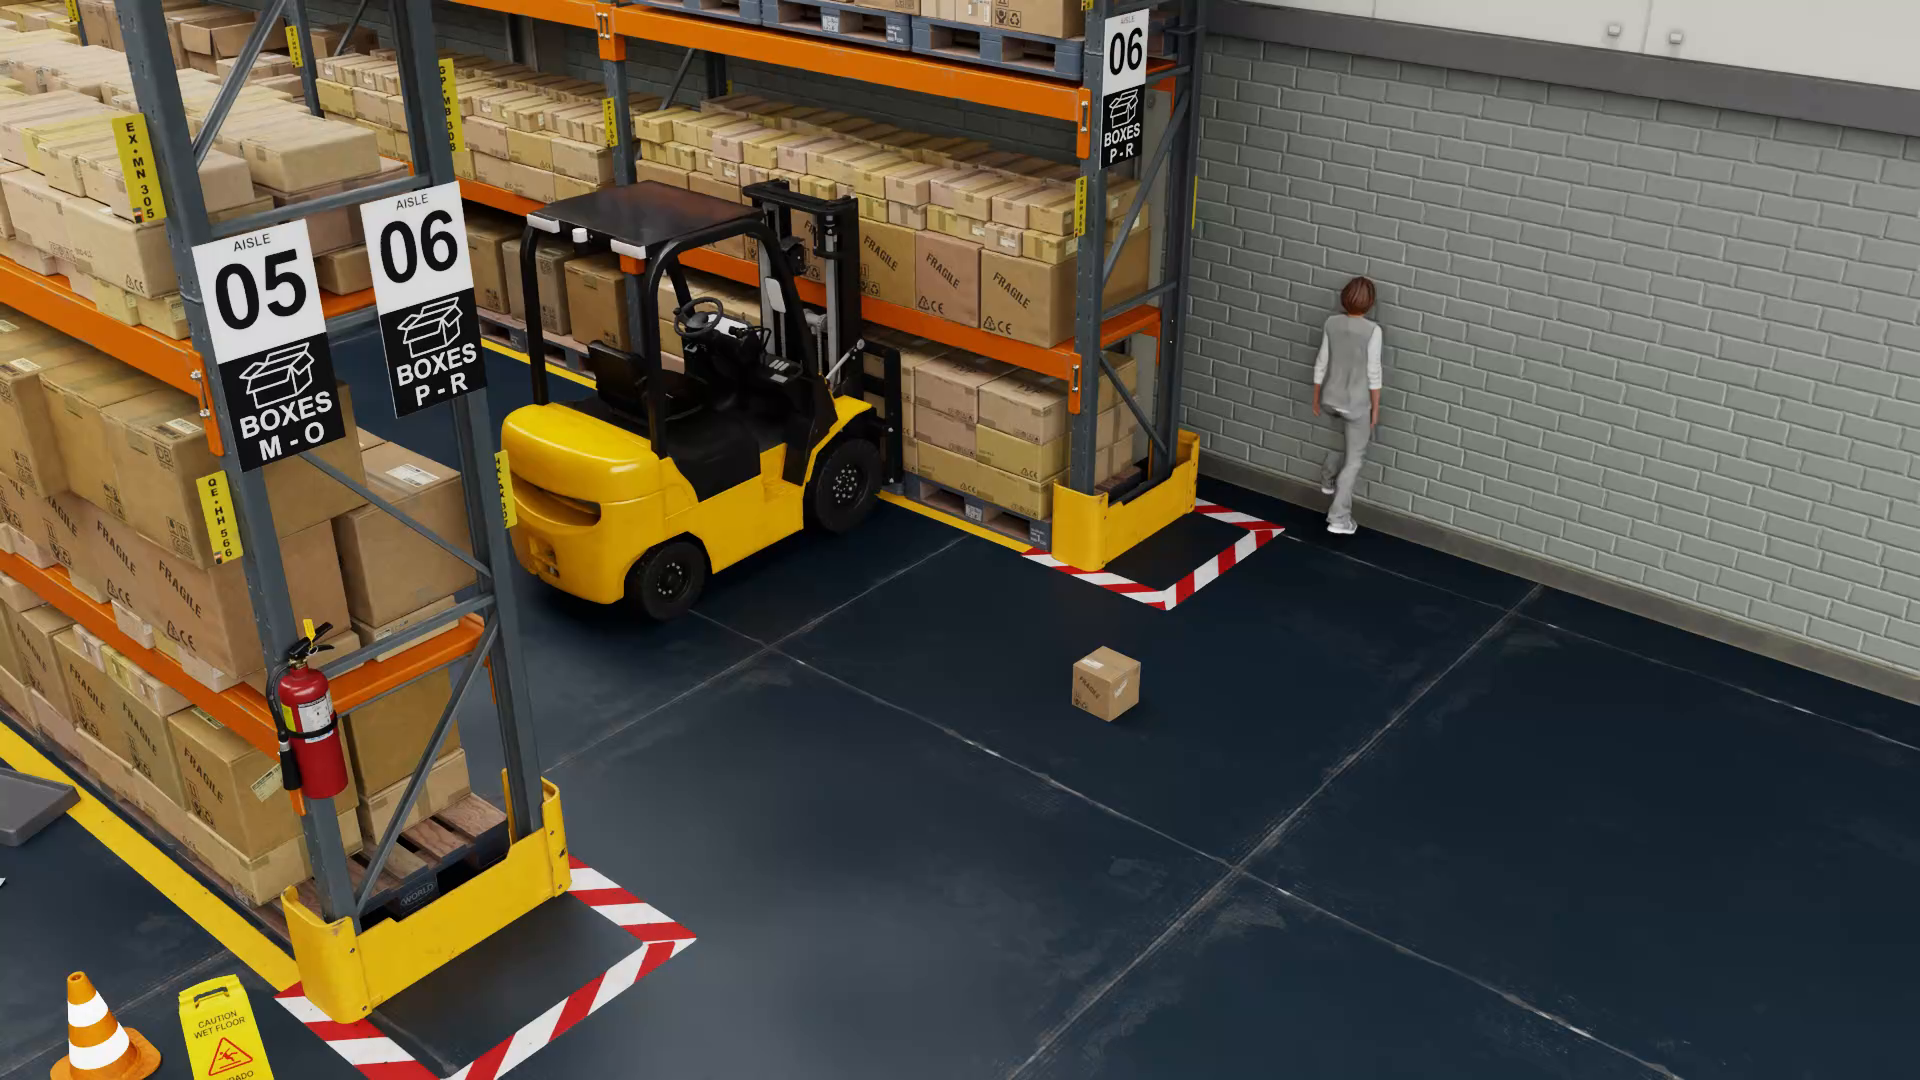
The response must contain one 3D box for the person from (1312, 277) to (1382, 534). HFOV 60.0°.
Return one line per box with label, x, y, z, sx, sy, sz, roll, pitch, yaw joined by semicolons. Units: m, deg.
person;2.386;-0.841;10.215;0.427;1.607;0.589;21;34;34
